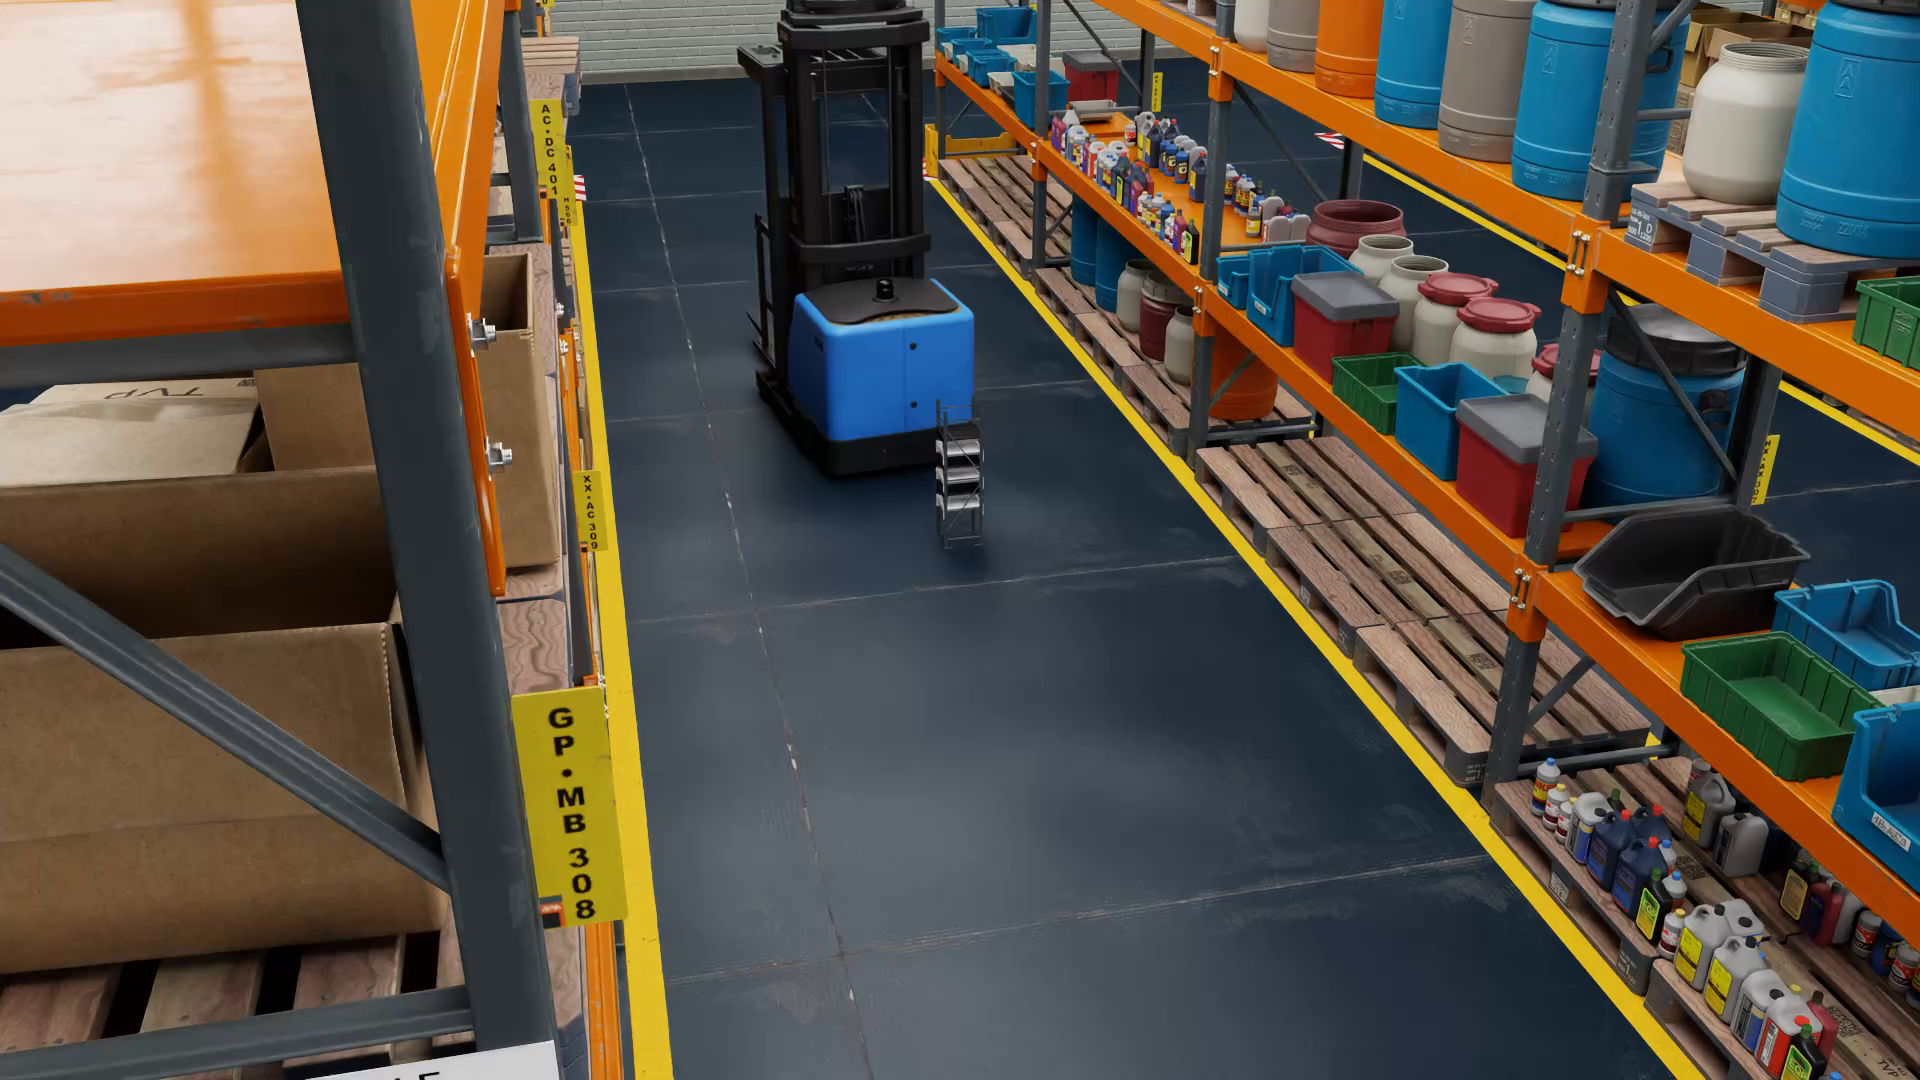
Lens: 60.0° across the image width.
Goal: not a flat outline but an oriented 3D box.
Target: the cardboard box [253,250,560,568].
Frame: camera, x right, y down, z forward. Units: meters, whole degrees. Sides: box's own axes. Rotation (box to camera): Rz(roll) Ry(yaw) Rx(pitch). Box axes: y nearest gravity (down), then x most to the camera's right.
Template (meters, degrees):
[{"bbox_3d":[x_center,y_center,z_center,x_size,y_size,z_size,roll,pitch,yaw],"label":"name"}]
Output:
[{"bbox_3d":[-1.097,-0.259,3.373,0.500,0.500,0.500,-6,27,-12],"label":"cardboard box"}]

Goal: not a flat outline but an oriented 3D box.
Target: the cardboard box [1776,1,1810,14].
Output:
[{"bbox_3d":[9.745,-6.309,18.979,0.500,0.500,0.500,-5,27,-9],"label":"cardboard box"}]

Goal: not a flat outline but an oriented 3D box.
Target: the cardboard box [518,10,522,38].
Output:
[{"bbox_3d":[-2.923,-2.953,9.331,0.910,0.500,0.500,-6,27,-12],"label":"cardboard box"}]

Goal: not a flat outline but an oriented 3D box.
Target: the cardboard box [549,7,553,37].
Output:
[{"bbox_3d":[-3.875,-4.542,14.699,0.500,0.500,0.500,-5,27,-10],"label":"cardboard box"}]

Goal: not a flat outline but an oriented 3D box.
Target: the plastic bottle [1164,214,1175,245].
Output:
[{"bbox_3d":[1.446,-2.124,11.350,0.097,0.201,0.097,0,27,0],"label":"plastic bottle"}]

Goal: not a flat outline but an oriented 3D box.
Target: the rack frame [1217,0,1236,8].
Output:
[{"bbox_3d":[2.035,-4.560,9.298,1.000,3.000,0.127,-6,27,-12],"label":"rack frame"}]

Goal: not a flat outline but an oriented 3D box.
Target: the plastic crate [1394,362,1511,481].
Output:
[{"bbox_3d":[2.385,-0.572,8.071,0.392,0.384,0.575,-6,27,-12],"label":"plastic crate"}]

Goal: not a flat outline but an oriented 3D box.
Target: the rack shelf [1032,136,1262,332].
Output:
[{"bbox_3d":[1.584,-2.439,12.552,1.077,0.370,4.000,-6,27,-12],"label":"rack shelf"}]

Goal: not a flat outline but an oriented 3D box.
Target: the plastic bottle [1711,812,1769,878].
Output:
[{"bbox_3d":[3.267,1.257,6.965,0.152,0.276,0.135,-6,27,-12],"label":"plastic bottle"}]

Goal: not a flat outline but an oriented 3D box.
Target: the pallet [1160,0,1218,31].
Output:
[{"bbox_3d":[1.958,-3.483,10.702,1.003,0.211,1.213,-6,27,-12],"label":"pallet"}]

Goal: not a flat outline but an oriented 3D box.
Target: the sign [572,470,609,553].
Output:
[{"bbox_3d":[-1.350,-0.104,6.078,0.100,0.325,0.005,-6,27,-12],"label":"sign"}]

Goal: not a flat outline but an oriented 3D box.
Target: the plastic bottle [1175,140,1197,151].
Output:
[{"bbox_3d":[1.764,-3.002,13.006,0.152,0.276,0.135,-6,27,-12],"label":"plastic bottle"}]

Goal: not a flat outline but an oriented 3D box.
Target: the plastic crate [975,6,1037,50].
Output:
[{"bbox_3d":[0.490,-5.309,17.333,0.616,0.435,0.499,-6,27,-12],"label":"plastic crate"}]

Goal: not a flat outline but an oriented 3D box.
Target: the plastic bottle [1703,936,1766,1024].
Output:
[{"bbox_3d":[2.894,1.608,6.187,0.144,0.351,0.185,-5,27,-9],"label":"plastic bottle"}]

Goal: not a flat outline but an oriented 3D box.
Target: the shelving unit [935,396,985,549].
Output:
[{"bbox_3d":[-0.002,-0.405,10.054,0.258,0.900,0.210,-6,27,-12],"label":"shelving unit"}]

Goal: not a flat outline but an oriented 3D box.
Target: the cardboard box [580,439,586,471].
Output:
[{"bbox_3d":[-2.434,-0.386,9.649,0.500,0.311,0.500,-5,27,-10],"label":"cardboard box"}]

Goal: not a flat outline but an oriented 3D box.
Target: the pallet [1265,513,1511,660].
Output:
[{"bbox_3d":[2.443,0.241,9.538,1.003,0.211,1.213,-6,27,-12],"label":"pallet"}]

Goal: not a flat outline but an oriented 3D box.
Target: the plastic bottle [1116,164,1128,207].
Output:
[{"bbox_3d":[1.199,-2.606,12.213,0.061,0.283,0.133,-6,27,-12],"label":"plastic bottle"}]

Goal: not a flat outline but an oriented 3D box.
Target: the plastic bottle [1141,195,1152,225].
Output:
[{"bbox_3d":[1.336,-2.338,11.774,0.097,0.201,0.097,0,27,0],"label":"plastic bottle"}]

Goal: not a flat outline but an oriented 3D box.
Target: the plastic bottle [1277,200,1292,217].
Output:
[{"bbox_3d":[2.223,-2.202,11.413,0.061,0.283,0.133,-6,27,-12],"label":"plastic bottle"}]

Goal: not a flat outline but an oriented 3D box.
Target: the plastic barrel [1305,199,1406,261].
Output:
[{"bbox_3d":[2.435,-1.770,10.277,0.600,0.536,0.708,-6,27,-12],"label":"plastic barrel"}]

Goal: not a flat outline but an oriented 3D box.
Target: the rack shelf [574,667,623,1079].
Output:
[{"bbox_3d":[-1.440,1.574,4.600,1.077,0.370,4.000,-6,27,-12],"label":"rack shelf"}]

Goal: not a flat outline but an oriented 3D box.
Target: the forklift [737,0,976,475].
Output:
[{"bbox_3d":[-0.879,-2.379,11.711,1.130,2.935,3.031,-9,28,-18],"label":"forklift"}]

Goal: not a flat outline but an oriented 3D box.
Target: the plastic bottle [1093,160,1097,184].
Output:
[{"bbox_3d":[1.075,-2.847,12.783,0.097,0.201,0.097,0,27,0],"label":"plastic bottle"}]

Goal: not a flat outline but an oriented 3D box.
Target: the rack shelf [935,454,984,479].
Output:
[{"bbox_3d":[-0.002,-0.456,10.029,0.258,0.077,0.200,-6,27,-12],"label":"rack shelf"}]

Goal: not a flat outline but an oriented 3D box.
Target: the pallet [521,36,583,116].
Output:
[{"bbox_3d":[-2.552,-2.347,8.451,1.213,0.211,1.003,-5,27,-9],"label":"pallet"}]

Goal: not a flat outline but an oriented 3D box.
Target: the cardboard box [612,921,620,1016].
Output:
[{"bbox_3d":[-1.573,1.597,6.343,0.500,0.250,0.500,-6,27,-12],"label":"cardboard box"}]

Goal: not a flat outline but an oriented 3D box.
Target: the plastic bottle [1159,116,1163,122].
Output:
[{"bbox_3d":[1.634,-3.349,13.686,0.061,0.283,0.133,-6,27,-12],"label":"plastic bottle"}]

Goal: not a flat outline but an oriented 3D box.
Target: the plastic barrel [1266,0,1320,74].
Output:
[{"bbox_3d":[2.009,-3.062,9.103,0.600,0.901,0.600,0,27,0],"label":"plastic barrel"}]

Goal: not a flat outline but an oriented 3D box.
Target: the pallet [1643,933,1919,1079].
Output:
[{"bbox_3d":[3.326,1.954,6.144,1.003,0.211,1.213,-6,27,-12],"label":"pallet"}]

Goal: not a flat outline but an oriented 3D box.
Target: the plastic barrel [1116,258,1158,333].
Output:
[{"bbox_3d":[1.439,-1.907,12.993,0.421,0.512,0.421,0,27,0],"label":"plastic barrel"}]

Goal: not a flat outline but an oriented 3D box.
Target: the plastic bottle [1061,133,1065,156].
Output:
[{"bbox_3d":[0.874,-3.238,13.556,0.097,0.201,0.097,0,27,0],"label":"plastic bottle"}]

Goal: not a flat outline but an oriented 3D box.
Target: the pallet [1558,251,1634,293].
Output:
[{"bbox_3d":[6.206,-2.565,15.098,1.003,0.211,1.213,-6,27,-12],"label":"pallet"}]

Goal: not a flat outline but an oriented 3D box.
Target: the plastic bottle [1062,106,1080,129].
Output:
[{"bbox_3d":[0.906,-3.411,13.734,0.144,0.351,0.185,-6,27,-12],"label":"plastic bottle"}]

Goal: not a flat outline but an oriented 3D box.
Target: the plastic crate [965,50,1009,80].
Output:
[{"bbox_3d":[0.264,-4.626,16.206,0.416,0.233,0.300,-6,27,-12],"label":"plastic crate"}]

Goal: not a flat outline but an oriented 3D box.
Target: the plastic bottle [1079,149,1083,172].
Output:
[{"bbox_3d":[0.993,-3.008,13.101,0.097,0.201,0.097,0,27,0],"label":"plastic bottle"}]

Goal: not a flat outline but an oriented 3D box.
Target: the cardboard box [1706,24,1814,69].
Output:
[{"bbox_3d":[6.410,-3.780,13.186,0.797,0.503,0.637,-5,27,-10],"label":"cardboard box"}]

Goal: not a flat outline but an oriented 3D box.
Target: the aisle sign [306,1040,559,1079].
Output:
[{"bbox_3d":[-0.676,0.968,2.117,0.394,0.787,0.004,-6,27,-12],"label":"aisle sign"}]

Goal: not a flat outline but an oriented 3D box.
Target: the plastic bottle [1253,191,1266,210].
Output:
[{"bbox_3d":[2.089,-2.298,11.617,0.097,0.271,0.097,0,27,0],"label":"plastic bottle"}]

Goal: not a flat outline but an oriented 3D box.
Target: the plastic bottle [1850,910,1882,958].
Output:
[{"bbox_3d":[3.565,1.527,6.513,0.097,0.201,0.097,0,27,0],"label":"plastic bottle"}]

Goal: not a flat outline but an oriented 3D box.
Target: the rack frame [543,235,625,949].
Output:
[{"bbox_3d":[-1.890,0.375,6.178,1.000,3.000,0.127,-6,27,-12],"label":"rack frame"}]

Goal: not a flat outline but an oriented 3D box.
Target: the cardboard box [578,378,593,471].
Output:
[{"bbox_3d":[-2.616,-0.690,10.574,0.500,0.500,0.500,-5,27,-9],"label":"cardboard box"}]

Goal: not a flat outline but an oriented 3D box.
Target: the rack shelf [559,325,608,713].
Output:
[{"bbox_3d":[-2.341,-0.182,8.079,1.077,0.370,4.000,-6,27,-12],"label":"rack shelf"}]

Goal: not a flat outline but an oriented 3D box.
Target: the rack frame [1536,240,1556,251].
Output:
[{"bbox_3d":[5.959,-4.141,15.126,1.000,3.000,0.127,-6,27,-12],"label":"rack frame"}]

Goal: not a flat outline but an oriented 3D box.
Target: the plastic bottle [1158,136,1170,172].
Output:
[{"bbox_3d":[1.616,-3.038,13.083,0.097,0.271,0.097,0,27,0],"label":"plastic bottle"}]

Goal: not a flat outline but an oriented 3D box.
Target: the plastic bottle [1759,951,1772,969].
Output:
[{"bbox_3d":[3.002,1.643,6.283,0.097,0.201,0.097,0,27,0],"label":"plastic bottle"}]

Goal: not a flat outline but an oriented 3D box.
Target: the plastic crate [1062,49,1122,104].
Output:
[{"bbox_3d":[1.177,-4.111,14.928,0.402,0.464,0.583,-6,27,-12],"label":"plastic crate"}]

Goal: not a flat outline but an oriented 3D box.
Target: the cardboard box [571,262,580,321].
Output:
[{"bbox_3d":[-3.200,-1.812,12.797,0.500,0.500,0.500,-6,27,-11],"label":"cardboard box"}]

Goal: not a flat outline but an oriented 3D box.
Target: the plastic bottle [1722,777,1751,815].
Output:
[{"bbox_3d":[3.362,1.113,7.167,0.144,0.351,0.185,-7,28,-13],"label":"plastic bottle"}]

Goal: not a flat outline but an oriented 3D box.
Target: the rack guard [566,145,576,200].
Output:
[{"bbox_3d":[-4.578,-3.744,17.112,1.175,0.500,0.348,-6,27,-12],"label":"rack guard"}]

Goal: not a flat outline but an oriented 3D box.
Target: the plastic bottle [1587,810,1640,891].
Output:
[{"bbox_3d":[2.714,1.257,6.883,0.144,0.351,0.185,-5,27,-10],"label":"plastic bottle"}]

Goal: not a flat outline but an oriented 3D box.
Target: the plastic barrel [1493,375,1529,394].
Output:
[{"bbox_3d":[2.788,-0.661,8.384,0.301,0.262,0.301,0,27,0],"label":"plastic barrel"}]

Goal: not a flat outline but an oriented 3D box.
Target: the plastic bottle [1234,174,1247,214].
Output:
[{"bbox_3d":[2.045,-2.507,12.031,0.097,0.271,0.097,0,27,0],"label":"plastic bottle"}]

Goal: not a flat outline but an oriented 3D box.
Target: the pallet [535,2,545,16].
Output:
[{"bbox_3d":[-3.378,-3.644,11.019,1.213,0.211,1.003,-6,27,-12],"label":"pallet"}]

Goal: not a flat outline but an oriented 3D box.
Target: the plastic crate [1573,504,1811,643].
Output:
[{"bbox_3d":[2.931,0.144,6.704,0.767,0.338,0.504,-6,27,-12],"label":"plastic crate"}]

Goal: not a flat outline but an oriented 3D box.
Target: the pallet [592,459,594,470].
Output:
[{"bbox_3d":[-2.923,-0.467,10.942,1.003,0.211,1.213,-6,27,-12],"label":"pallet"}]

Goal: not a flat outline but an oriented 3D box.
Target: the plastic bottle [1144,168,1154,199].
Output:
[{"bbox_3d":[1.369,-2.562,12.126,0.061,0.283,0.133,-6,27,-12],"label":"plastic bottle"}]

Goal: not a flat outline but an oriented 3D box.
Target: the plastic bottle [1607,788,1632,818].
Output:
[{"bbox_3d":[2.784,1.203,7.065,0.061,0.283,0.133,-6,27,-12],"label":"plastic bottle"}]
